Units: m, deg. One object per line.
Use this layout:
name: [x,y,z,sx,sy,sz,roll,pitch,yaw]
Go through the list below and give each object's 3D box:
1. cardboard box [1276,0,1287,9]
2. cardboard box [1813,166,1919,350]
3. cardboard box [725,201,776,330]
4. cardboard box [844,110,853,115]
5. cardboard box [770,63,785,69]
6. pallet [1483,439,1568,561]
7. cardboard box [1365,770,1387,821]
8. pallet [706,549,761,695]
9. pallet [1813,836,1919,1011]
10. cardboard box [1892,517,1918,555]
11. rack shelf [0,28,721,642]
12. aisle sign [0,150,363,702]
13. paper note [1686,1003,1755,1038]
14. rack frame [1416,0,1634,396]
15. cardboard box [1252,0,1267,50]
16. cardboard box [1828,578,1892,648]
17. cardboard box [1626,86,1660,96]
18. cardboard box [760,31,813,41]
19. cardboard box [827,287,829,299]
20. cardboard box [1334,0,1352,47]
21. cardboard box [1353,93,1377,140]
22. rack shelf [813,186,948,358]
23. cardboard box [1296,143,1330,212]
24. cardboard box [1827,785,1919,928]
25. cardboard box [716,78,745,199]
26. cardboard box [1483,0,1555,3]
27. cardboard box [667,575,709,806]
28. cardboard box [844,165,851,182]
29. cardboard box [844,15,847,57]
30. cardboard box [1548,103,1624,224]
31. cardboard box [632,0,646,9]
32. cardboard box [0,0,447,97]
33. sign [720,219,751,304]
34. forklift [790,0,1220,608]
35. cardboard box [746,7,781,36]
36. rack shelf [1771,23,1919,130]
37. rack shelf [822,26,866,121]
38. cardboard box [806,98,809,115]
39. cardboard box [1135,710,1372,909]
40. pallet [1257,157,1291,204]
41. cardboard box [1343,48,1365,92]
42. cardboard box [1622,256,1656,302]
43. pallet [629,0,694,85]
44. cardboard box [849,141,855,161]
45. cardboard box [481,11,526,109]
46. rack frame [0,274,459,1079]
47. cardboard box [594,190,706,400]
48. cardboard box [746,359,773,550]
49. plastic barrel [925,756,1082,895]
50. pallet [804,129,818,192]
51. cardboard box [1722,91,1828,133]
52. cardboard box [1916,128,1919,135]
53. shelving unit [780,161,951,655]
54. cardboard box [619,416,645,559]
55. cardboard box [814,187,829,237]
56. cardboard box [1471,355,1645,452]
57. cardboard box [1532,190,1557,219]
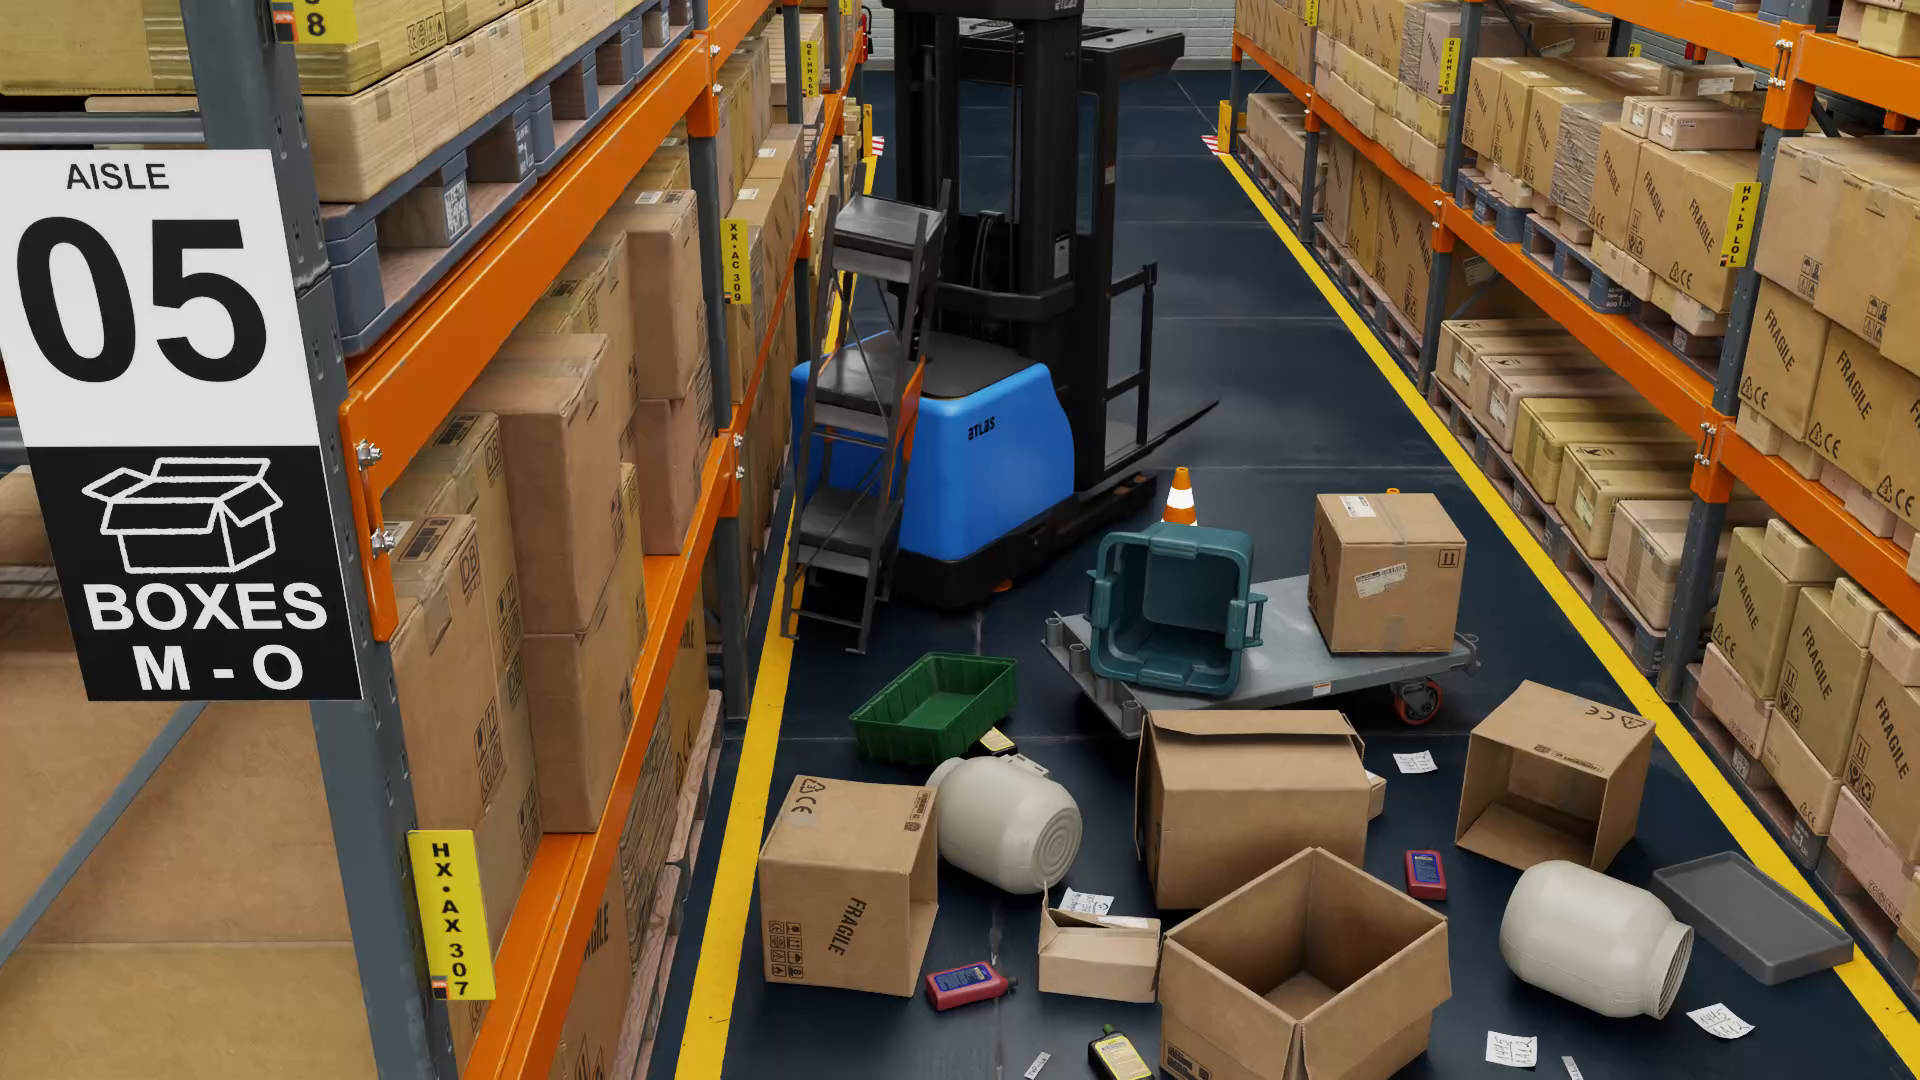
cardboard box: [3.164,-5.093,15.035,0.500,0.500,0.500,0,24,0]
cardboard box: [3.317,-0.927,5.464,0.700,0.500,0.500,0,24,0]
cardboard box: [-1.149,-1.297,7.856,0.500,0.500,0.500,0,24,-1]
cardboard box: [-1.261,-4.193,16.610,0.380,0.149,0.250,-1,24,-3]
cardboard box: [-1.262,-3.018,10.857,0.380,0.149,0.250,0,24,-1]
pallet: [3.519,-0.237,9.018,1.003,0.211,1.213,0,24,-1]
cardboard box: [1.408,0.908,6.420,0.258,0.266,0.396,-19,31,-36]
pallet: [-1.487,0.334,7.756,1.003,0.211,1.213,0,24,-1]
pallet: [3.604,1.368,5.469,1.003,0.211,1.213,0,24,-1]
cardboard box: [3.318,-0.012,5.442,0.380,0.149,0.250,0,24,-1]
rack shelf: [-1.382,-0.834,4.187,1.077,0.370,4.000,0,24,-1]
aisle sign: [-1.059,-0.127,2.237,0.394,0.787,0.004,0,24,-1]
paper note: [2.433,1.536,5.317,0.142,0.019,0.148,-9,26,-19]
rack frame: [3.502,-2.331,10.265,1.000,3.000,0.127,0,24,-1]
cardboard box: [3.153,-5.056,16.168,0.500,0.500,0.500,0,24,-1]
cardboard box: [3.230,0.249,5.689,0.380,0.149,0.250,1,24,1]
cardboard box: [3.808,-2.097,8.754,0.500,0.500,0.500,-2,24,-4]
cardboard box: [-1.284,-3.672,12.303,0.380,0.149,0.250,-1,24,-2]
cardboard box: [-1.219,-2.031,12.124,0.500,0.500,0.500,-1,24,-2]
cardboard box: [3.208,-4.089,12.815,0.500,0.500,0.500,0,24,-1]
cardboard box: [3.192,-3.098,12.142,0.500,0.250,0.500,-1,24,-1]
rack shelf: [-0.330,-1.128,6.965,0.431,0.518,0.480,13,29,5]
cardboard box: [3.558,-3.263,14.923,0.875,0.438,0.875,-1,24,-1]
cardboard box: [3.307,1.061,5.590,0.500,0.250,0.500,-1,24,-1]
cardboard box: [-1.432,-1.953,8.094,0.700,0.500,0.500,0,24,-1]
cardboard box: [3.735,-3.454,11.413,0.500,0.500,0.500,0,24,1]
cardboard box: [-1.467,0.417,6.257,0.875,0.875,0.875,0,24,0]
cardboard box: [-1.228,-3.494,15.785,0.380,0.149,0.250,-1,24,-2]
cardboard box: [-1.257,-4.506,14.590,0.500,0.500,0.500,0,24,-1]
cardboard box: [3.298,-1.878,8.270,0.500,0.500,0.500,-1,24,-3]
cardboard box: [-1.068,-1.541,4.551,0.380,0.149,0.250,0,24,0]
cardboard box: [-1.108,-0.842,2.521,0.500,0.250,0.500,0,24,-1]
sign: [-0.849,-1.053,6.291,0.100,0.325,0.005,0,24,-1]
forklift: [0.431,-1.565,8.653,1.130,2.935,3.031,16,29,32]
cardboard box: [-1.779,-4.295,14.124,0.500,0.500,0.500,0,24,0]
rack shelf: [3.567,-0.898,4.328,1.077,0.370,4.000,0,24,-1]
rack shelf: [-1.513,-4.412,15.738,1.077,0.370,4.000,0,24,-1]
cardboard box: [-1.267,-3.076,11.706,0.380,0.149,0.250,0,24,0]
cardboard box: [1.020,0.943,5.889,0.797,0.637,0.503,0,24,-1]
pallet: [3.512,-3.527,16.291,1.003,0.211,1.213,0,24,-1]
cardboard box: [3.193,-3.534,12.498,0.500,0.250,0.500,0,24,0]
cardboard box: [3.240,-1.186,7.526,0.380,0.149,0.250,-1,24,-1]
pallet: [-1.405,-1.608,5.134,1.003,0.211,1.213,0,24,-1]
cardboard box: [-1.202,-3.729,15.944,0.380,0.149,0.250,0,24,0]
cardboard box: [-1.052,-0.915,3.168,0.380,0.149,0.250,0,24,0]
rack frame: [-1.360,1.029,2.835,1.000,3.000,0.127,0,24,-1]
cardboard box: [-1.312,-0.801,5.389,0.875,0.550,0.550,0,24,-1]
cardboard box: [-1.507,-0.438,8.300,1.050,0.750,0.750,0,24,-1]
plastic barrel: [0.143,1.015,5.991,0.512,0.421,0.421,19,30,35]
pallet: [-1.561,-2.473,10.811,1.213,0.211,1.003,0,24,-1]
cardboard box: [3.779,-1.994,7.739,0.380,0.149,0.250,1,24,2]
cardboard box: [8.220,-3.338,13.866,0.380,0.149,0.250,-1,24,-1]
shelving unit: [-0.430,-0.537,7.299,0.431,2.100,0.503,13,29,5]
cardboard box: [-1.471,-0.086,5.118,0.875,0.550,0.550,0,24,-1]
cardboard box: [-1.211,-2.360,11.941,0.500,0.250,0.500,0,24,0]
cardboard box: [3.514,-0.788,9.532,0.950,0.372,0.625,-1,24,-2]
cardboard box: [3.309,-1.831,8.955,0.380,0.149,0.250,1,24,3]
